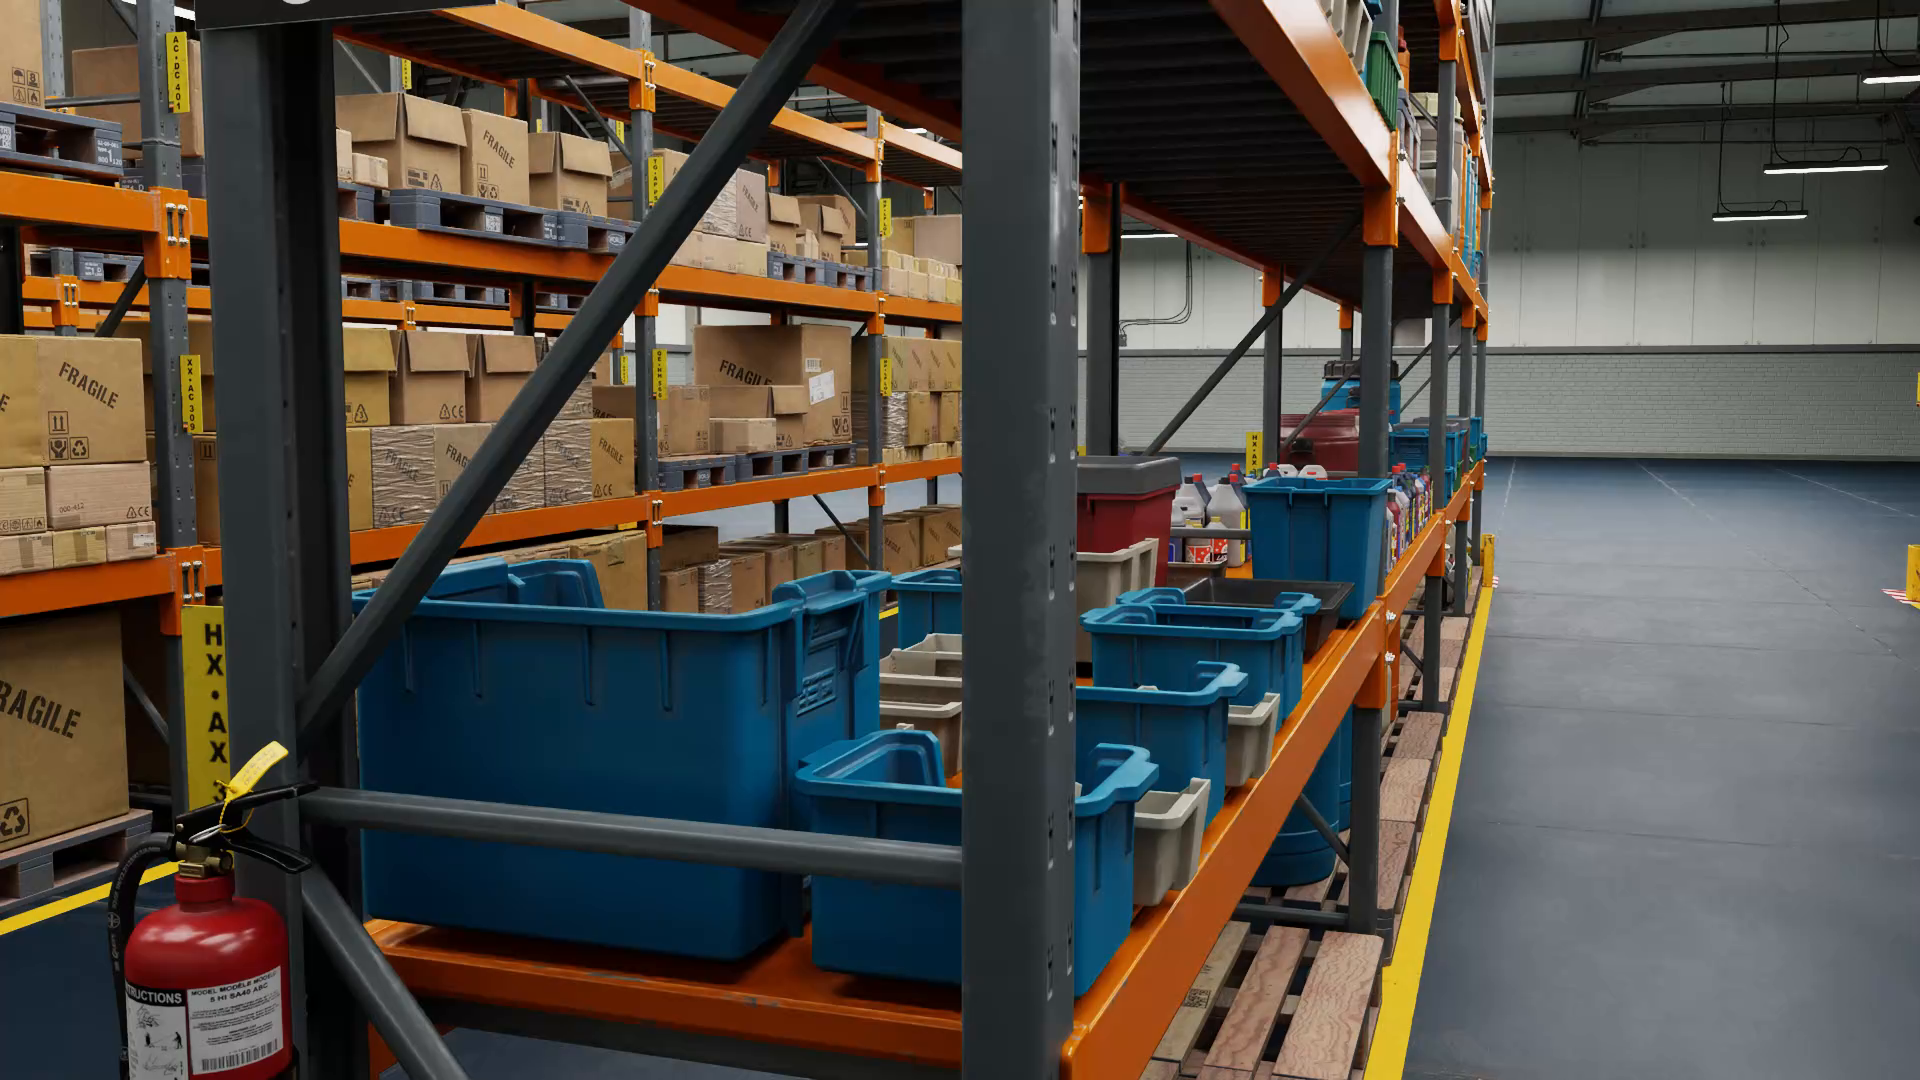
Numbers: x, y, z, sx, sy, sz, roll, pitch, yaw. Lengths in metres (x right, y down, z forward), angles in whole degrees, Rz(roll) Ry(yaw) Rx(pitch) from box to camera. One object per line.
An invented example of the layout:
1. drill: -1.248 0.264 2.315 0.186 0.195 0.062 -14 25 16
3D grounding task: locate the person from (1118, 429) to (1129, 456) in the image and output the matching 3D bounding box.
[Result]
1. person: 1.360 -0.185 14.968 0.605 1.653 0.750 1 5 12
